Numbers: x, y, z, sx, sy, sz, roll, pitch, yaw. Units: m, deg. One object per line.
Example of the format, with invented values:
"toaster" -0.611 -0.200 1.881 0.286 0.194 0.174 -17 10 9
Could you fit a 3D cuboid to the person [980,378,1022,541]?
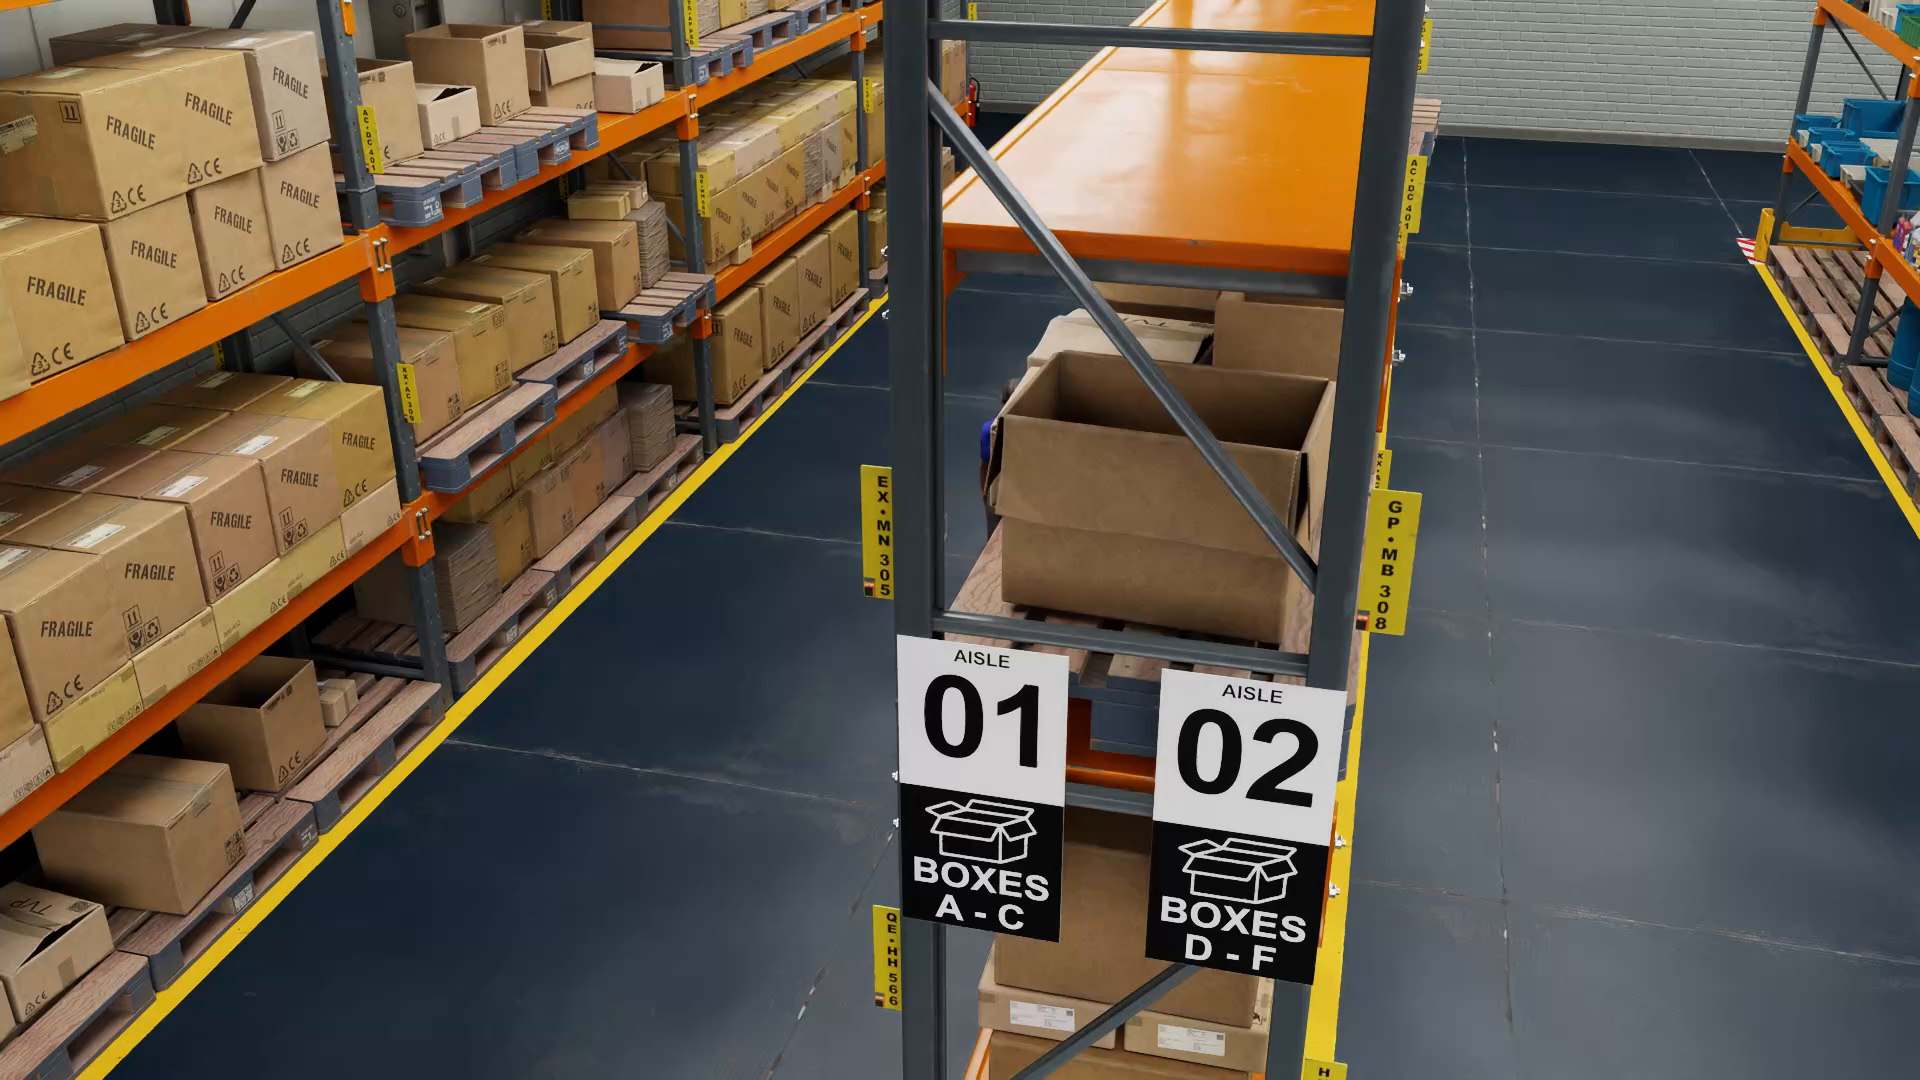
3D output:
"person" 0.338 -0.217 10.166 0.434 1.661 0.425 7 26 15
